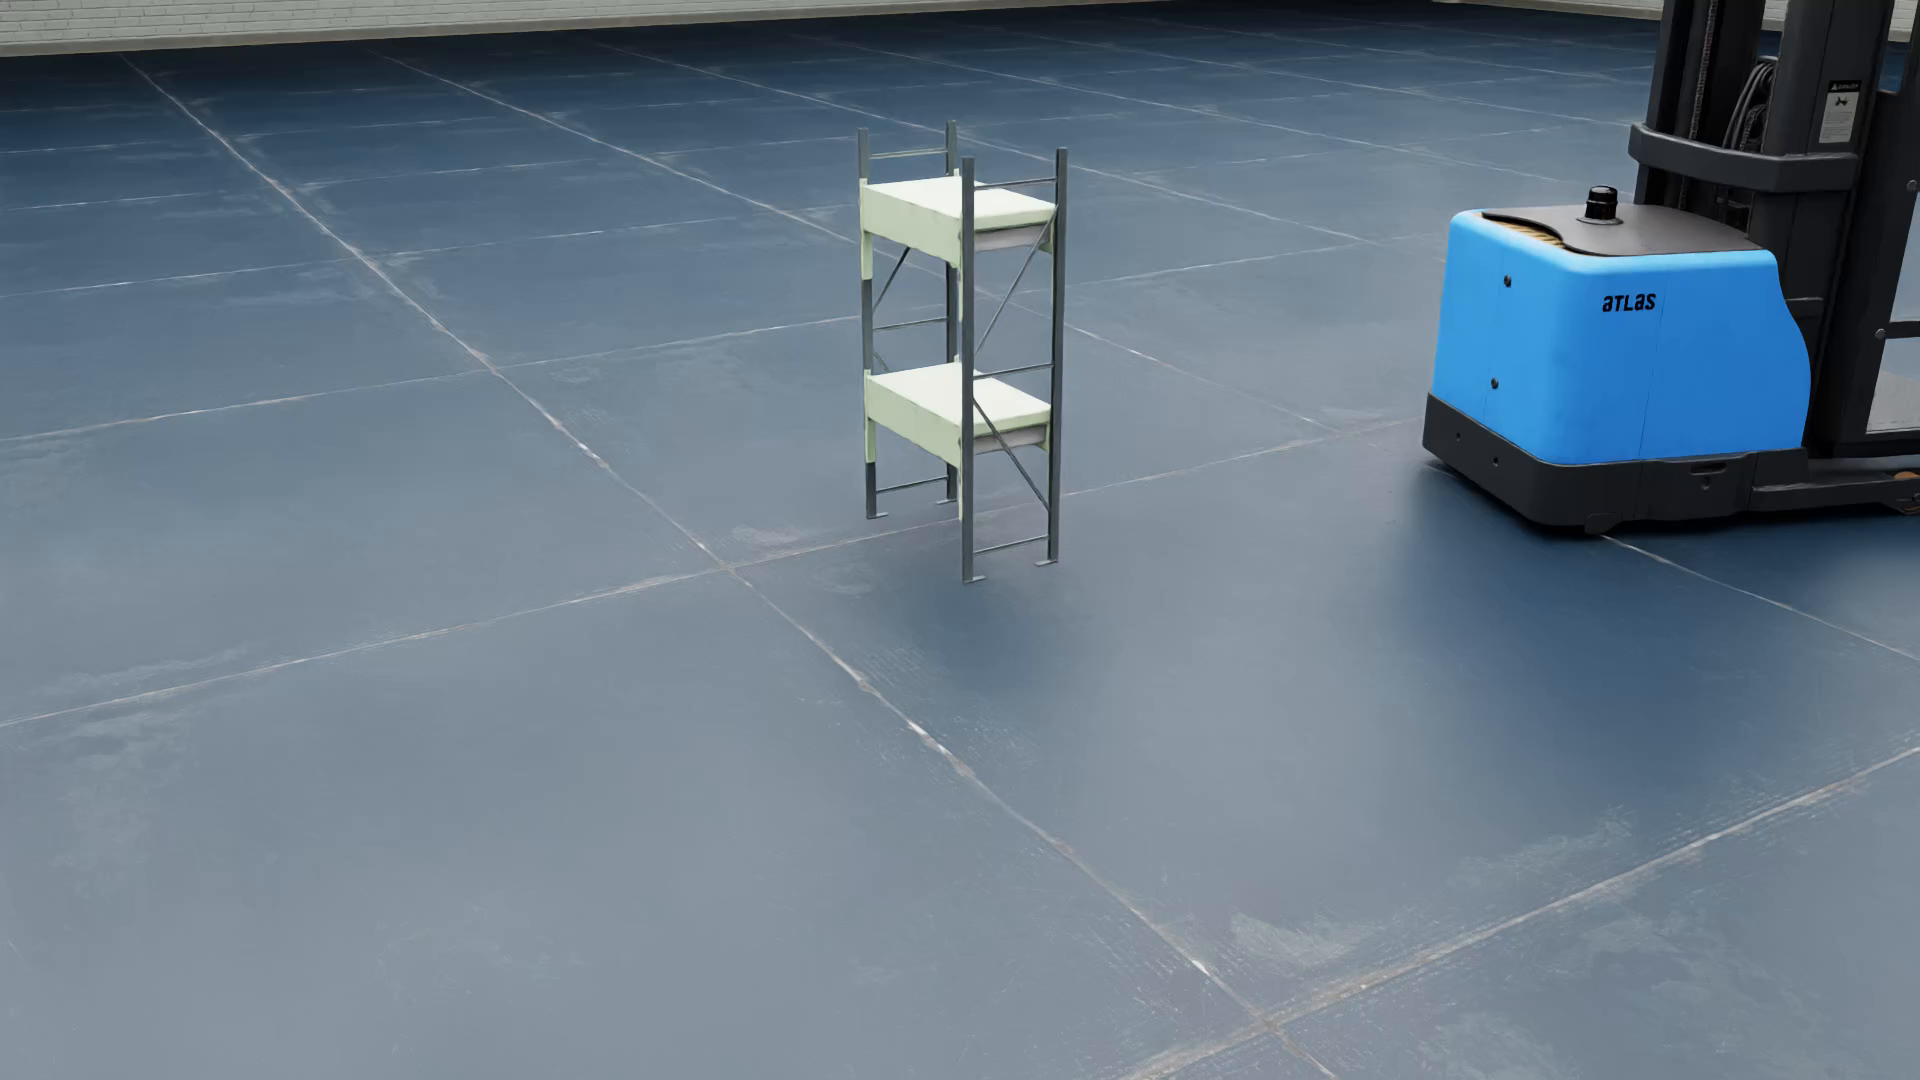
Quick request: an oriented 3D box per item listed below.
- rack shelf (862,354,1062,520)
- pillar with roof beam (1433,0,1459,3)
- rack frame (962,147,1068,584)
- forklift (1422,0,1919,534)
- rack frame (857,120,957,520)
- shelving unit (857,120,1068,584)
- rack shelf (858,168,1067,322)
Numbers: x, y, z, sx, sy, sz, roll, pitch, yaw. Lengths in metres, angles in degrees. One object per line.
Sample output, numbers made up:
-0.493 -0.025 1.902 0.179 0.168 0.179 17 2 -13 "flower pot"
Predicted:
-0.003 -0.395 6.157 0.431 0.370 0.720 -13 25 -28 "rack shelf"
5.332 -13.332 27.162 9.100 9.000 0.400 -13 25 -28 "pillar with roof beam"
0.184 -0.578 5.743 0.400 1.500 0.023 -13 25 -28 "rack frame"
3.548 -1.648 6.474 3.031 2.935 1.130 -5 23 -11 "forklift"
-0.190 -0.815 6.326 0.400 1.500 0.023 -13 25 -28 "rack frame"
-0.003 -0.697 6.034 0.431 1.500 0.755 -13 25 -28 "shelving unit"
-0.003 -1.058 5.887 0.431 0.370 0.720 -13 25 -28 "rack shelf"
